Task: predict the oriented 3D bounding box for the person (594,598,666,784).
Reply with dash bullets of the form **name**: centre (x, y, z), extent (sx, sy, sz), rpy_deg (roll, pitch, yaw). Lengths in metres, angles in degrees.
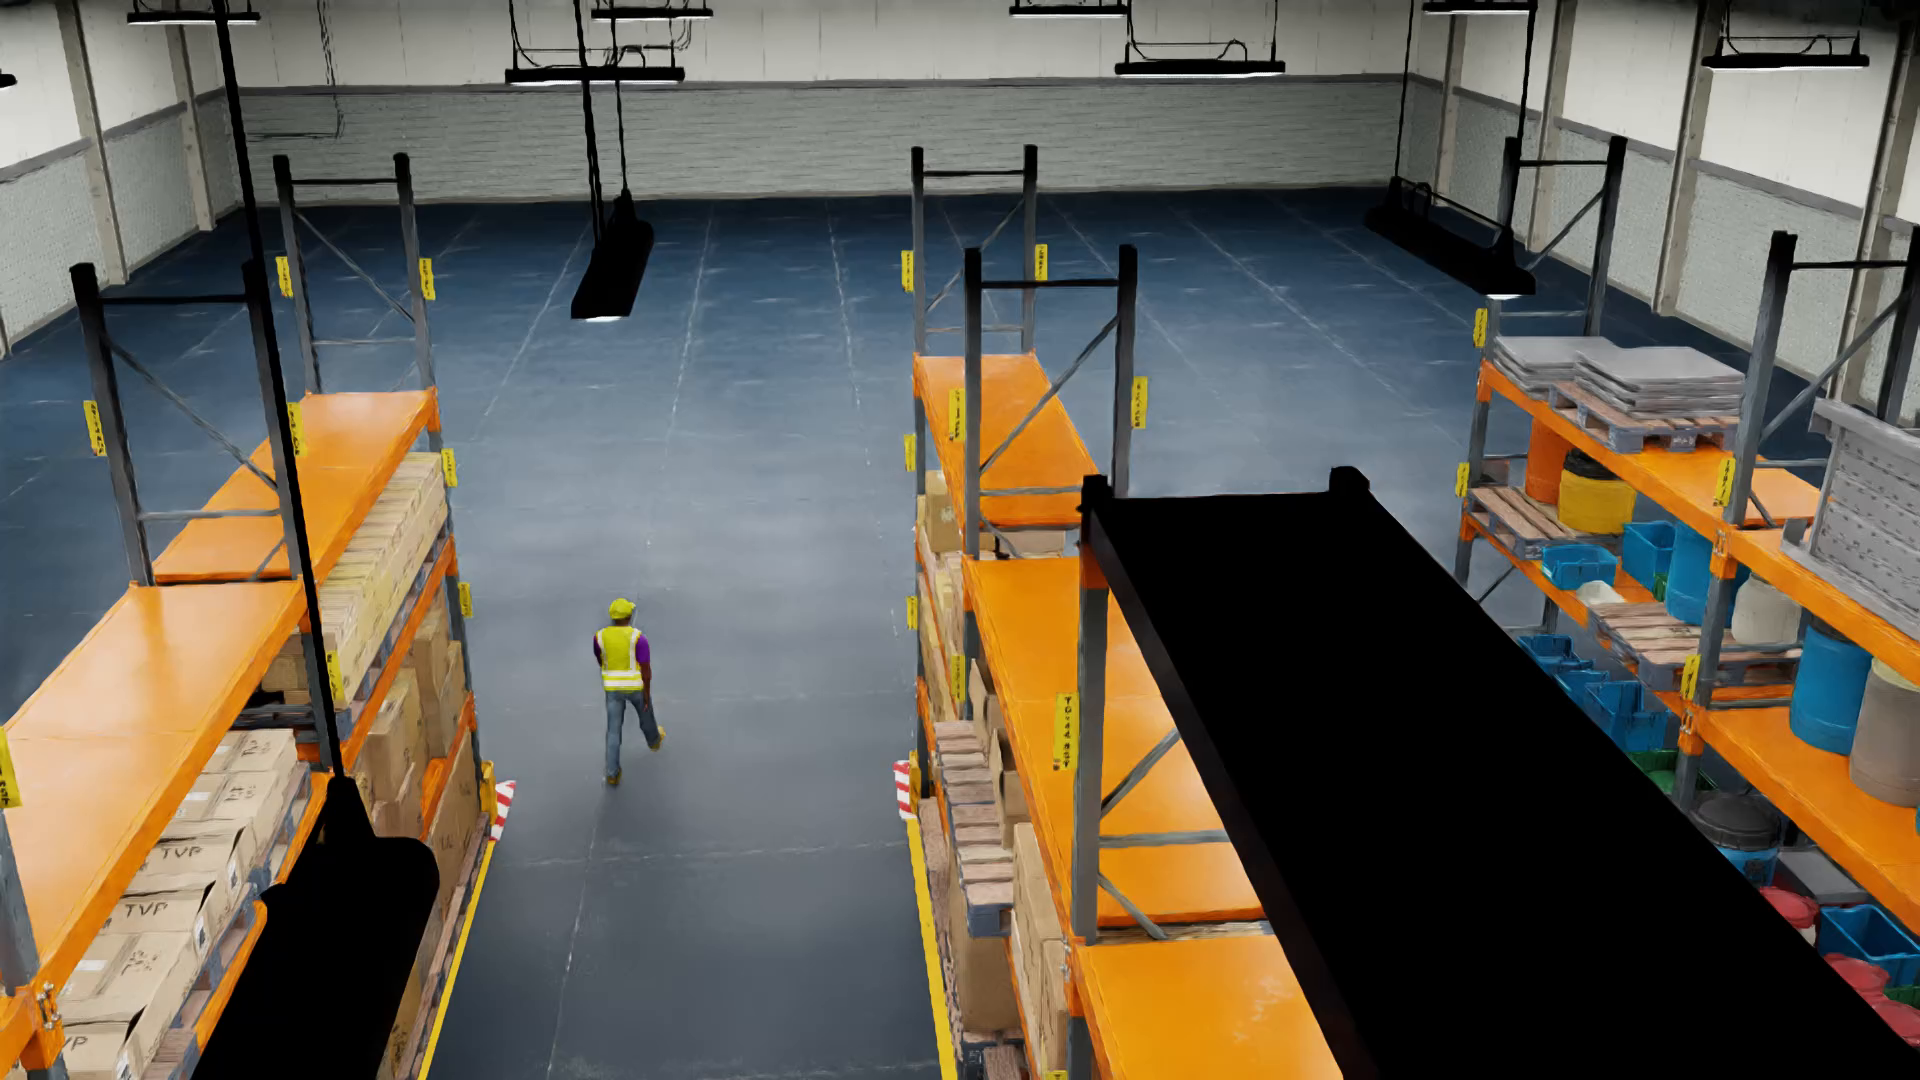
- **person**: centre (-3.192, 1.350, 15.883), extent (0.572, 1.703, 1.030), rpy_deg (1, 22, 3)
